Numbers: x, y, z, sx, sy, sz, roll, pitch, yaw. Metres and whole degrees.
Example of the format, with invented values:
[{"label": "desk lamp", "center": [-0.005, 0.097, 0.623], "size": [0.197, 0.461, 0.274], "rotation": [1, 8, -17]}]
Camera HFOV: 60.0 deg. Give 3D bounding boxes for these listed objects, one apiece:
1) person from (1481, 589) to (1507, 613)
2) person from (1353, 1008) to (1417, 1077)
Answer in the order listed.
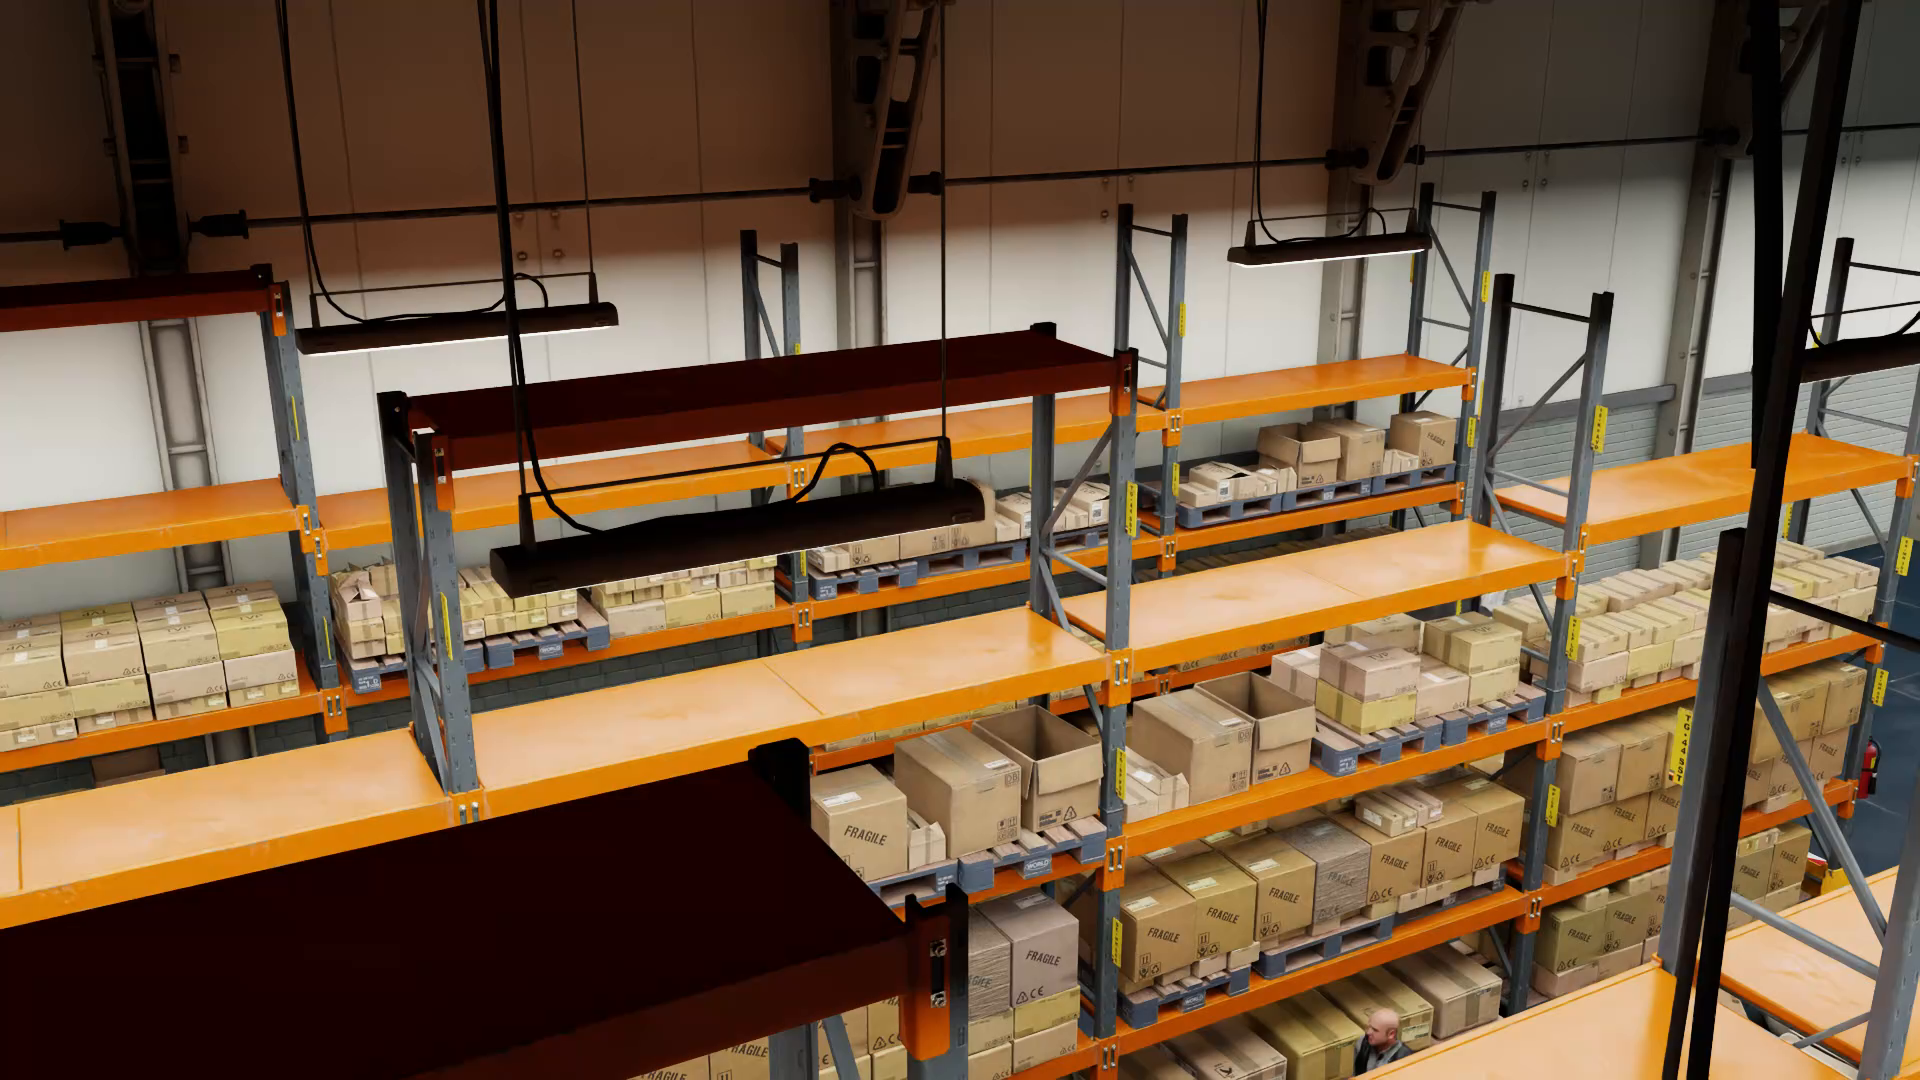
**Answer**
[{"label": "person", "center": [6.308, 0.892, 20.020], "size": [0.656, 1.775, 0.852], "rotation": [-9, 20, -25]}, {"label": "person", "center": [2.791, 3.870, 10.968], "size": [0.429, 1.714, 0.575], "rotation": [-12, 21, -32]}]
